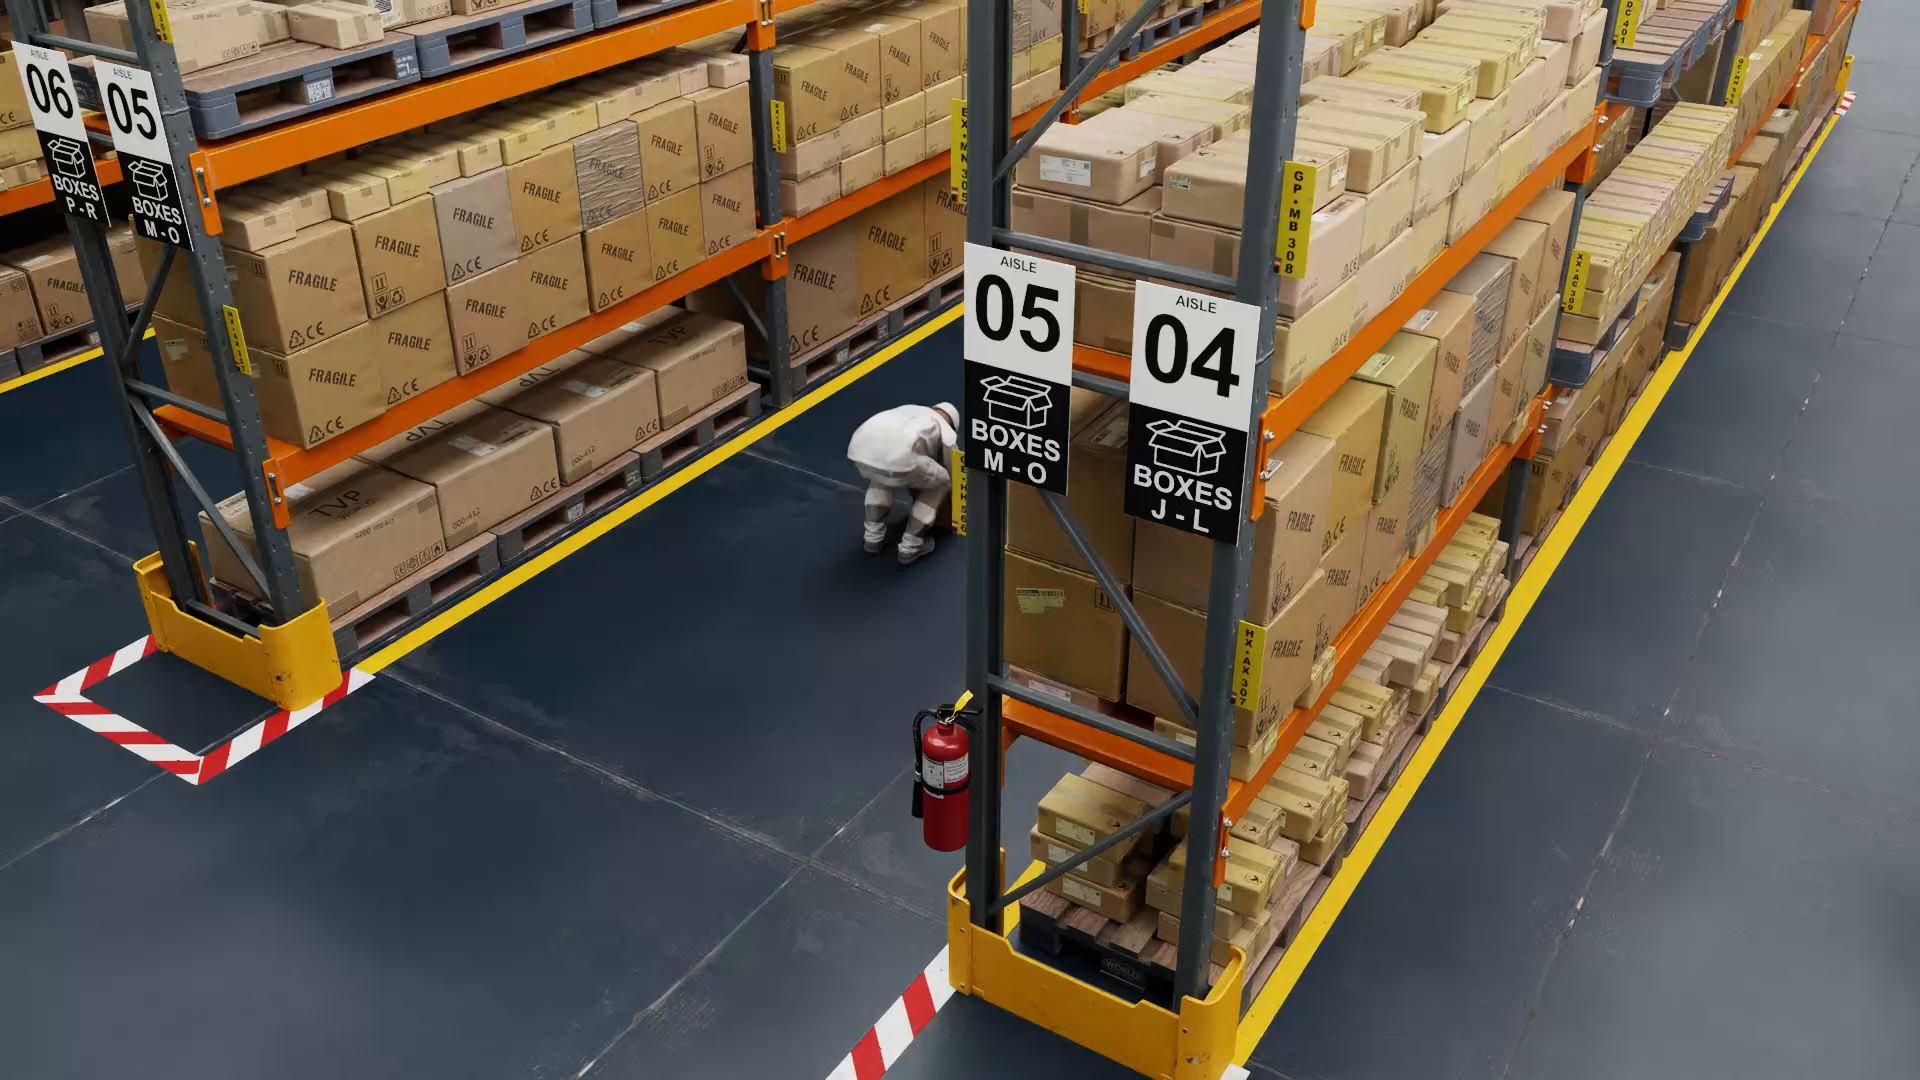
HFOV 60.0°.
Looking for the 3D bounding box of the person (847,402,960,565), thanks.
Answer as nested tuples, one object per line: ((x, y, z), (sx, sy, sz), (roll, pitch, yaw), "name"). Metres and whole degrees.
((-0.286, -0.399, 9.748), (0.537, 0.915, 0.956), (16, 34, 25), "person")
